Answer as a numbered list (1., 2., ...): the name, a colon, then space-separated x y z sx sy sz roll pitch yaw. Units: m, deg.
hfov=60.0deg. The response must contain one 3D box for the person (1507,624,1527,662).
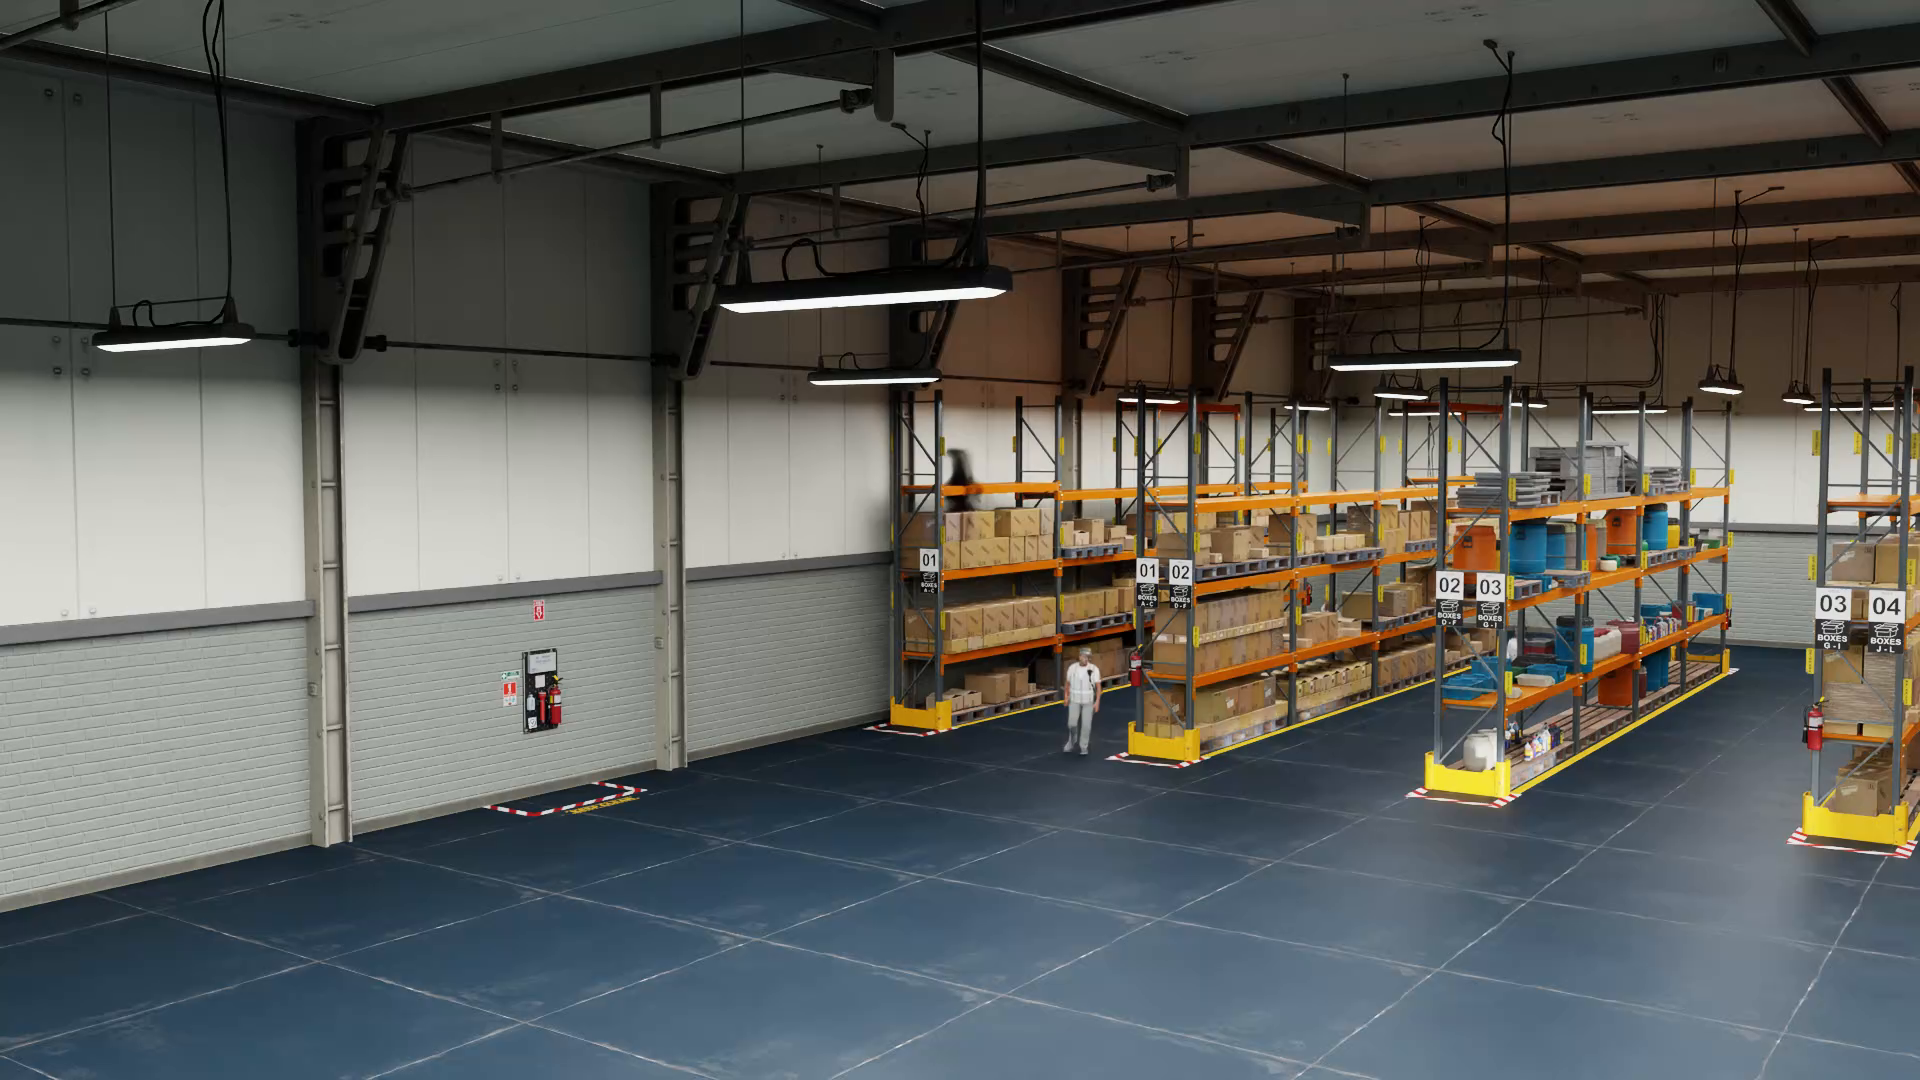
1. person: 10.452 2.396 31.219 0.585 1.655 0.620 2 4 31

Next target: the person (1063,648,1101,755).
1. person: 1.976 2.602 26.910 0.609 1.747 0.482 0 3 4

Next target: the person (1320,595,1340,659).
1. person: 8.142 2.053 36.825 0.789 1.732 0.674 -3 4 -41
